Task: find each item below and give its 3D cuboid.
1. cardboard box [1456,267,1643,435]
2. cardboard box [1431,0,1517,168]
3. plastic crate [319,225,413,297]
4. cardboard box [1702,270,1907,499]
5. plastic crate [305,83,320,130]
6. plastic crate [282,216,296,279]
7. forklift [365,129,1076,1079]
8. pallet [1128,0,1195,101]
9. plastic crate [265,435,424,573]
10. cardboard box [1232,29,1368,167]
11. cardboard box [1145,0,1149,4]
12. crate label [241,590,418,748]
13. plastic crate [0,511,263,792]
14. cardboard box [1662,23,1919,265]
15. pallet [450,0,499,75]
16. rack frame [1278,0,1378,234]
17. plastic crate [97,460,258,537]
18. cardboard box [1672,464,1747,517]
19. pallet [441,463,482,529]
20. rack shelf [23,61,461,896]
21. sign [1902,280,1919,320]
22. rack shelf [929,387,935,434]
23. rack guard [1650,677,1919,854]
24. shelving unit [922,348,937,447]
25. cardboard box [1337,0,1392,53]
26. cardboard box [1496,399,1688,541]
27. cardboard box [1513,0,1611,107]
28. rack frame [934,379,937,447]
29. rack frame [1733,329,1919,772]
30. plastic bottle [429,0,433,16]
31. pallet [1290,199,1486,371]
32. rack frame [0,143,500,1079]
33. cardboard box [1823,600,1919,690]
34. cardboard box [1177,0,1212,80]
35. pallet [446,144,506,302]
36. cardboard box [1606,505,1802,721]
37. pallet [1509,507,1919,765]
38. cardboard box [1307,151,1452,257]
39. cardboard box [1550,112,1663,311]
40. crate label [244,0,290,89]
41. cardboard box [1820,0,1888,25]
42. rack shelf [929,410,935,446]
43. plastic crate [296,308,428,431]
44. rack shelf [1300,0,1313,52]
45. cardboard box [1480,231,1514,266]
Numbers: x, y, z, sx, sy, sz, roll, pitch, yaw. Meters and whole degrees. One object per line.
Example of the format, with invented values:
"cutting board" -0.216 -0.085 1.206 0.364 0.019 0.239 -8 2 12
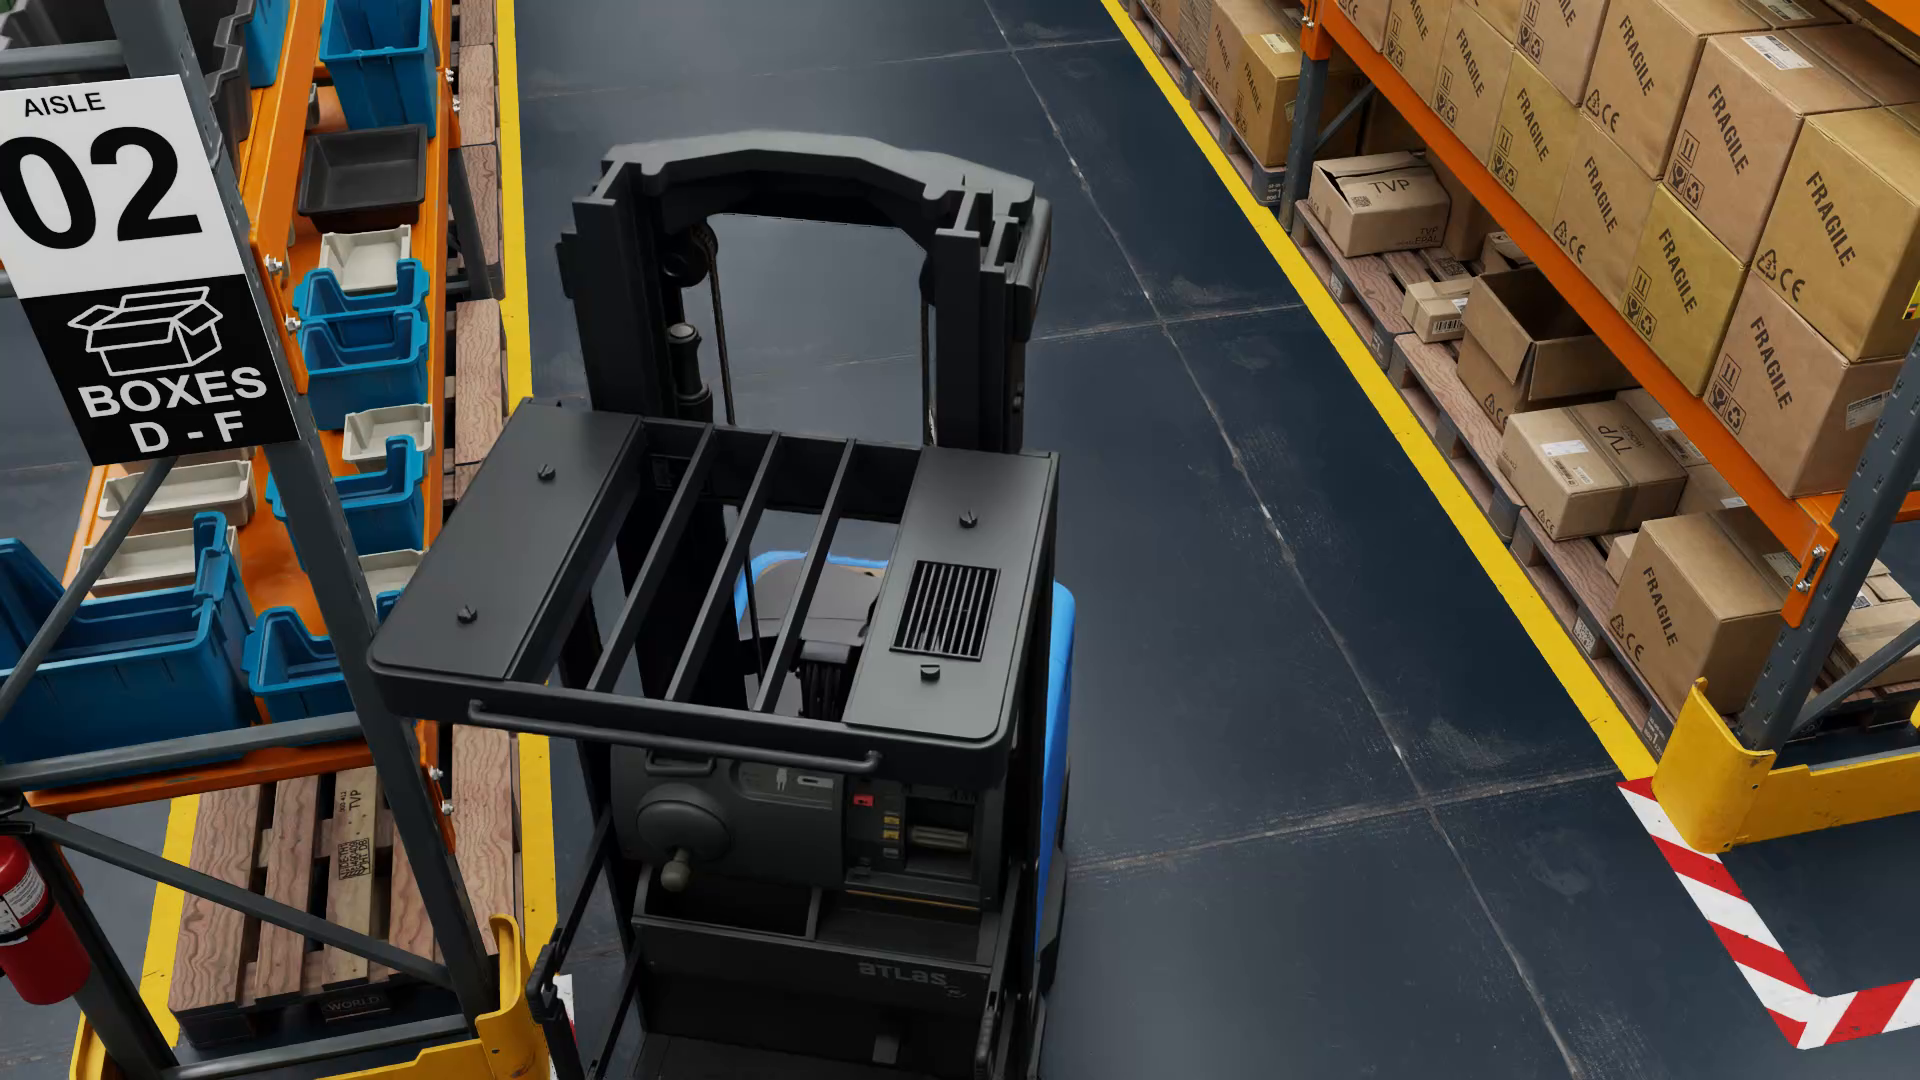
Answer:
"cardboard box" 2.557 -0.815 6.957 0.797 0.503 0.637 -8 42 -9
"cardboard box" 2.210 -1.813 6.457 0.500 0.500 0.500 -9 42 -10
"plastic crate" -2.022 -0.932 5.693 0.293 0.136 0.466 -8 42 -9
"cardboard box" 2.647 -0.497 4.975 0.500 0.500 0.500 -7 42 -8
"plastic crate" -2.730 -1.695 6.554 0.396 0.136 0.243 -8 42 -9
"plastic crate" -2.541 -1.055 5.724 0.437 0.282 0.530 -8 42 -9
"forklift" -0.392 0.739 3.709 1.130 2.935 3.031 6 42 7
"pallet" 1.667 -3.072 10.052 1.003 0.211 1.213 -8 42 -9
"plastic crate" -1.701 -0.095 4.678 0.416 0.233 0.300 -8 42 -9
"cardboard box" 1.760 -2.309 8.644 0.500 0.500 0.500 -9 42 -10
"cardboard box" 1.324 -3.623 10.124 0.500 0.500 0.500 -9 42 -10
"crate label" -1.559 0.332 4.197 0.416 0.233 0.303 -8 42 -9
"plastic crate" -2.082 0.273 4.111 0.616 0.435 0.499 -8 42 -9
"cardboard box" 2.535 -1.196 5.009 0.500 0.500 0.500 -7 42 -8
"pallet" -3.343 -3.138 10.127 1.003 0.211 1.213 -8 42 -9
"rack frame" 2.147 -2.801 7.646 1.000 3.000 0.127 -8 42 -9
"plastic crate" -2.229 -0.117 4.776 0.396 0.136 0.243 -8 42 -9
"cardboard box" 3.062 -0.061 6.300 0.500 0.250 0.500 -8 42 -9
"pallet" -2.228 0.213 6.351 1.003 0.211 1.213 -8 42 -9
"rack shelf" -2.259 -0.528 5.627 1.077 0.370 4.000 -8 42 -9
"sign" 2.464 -0.693 4.161 0.100 0.325 0.005 -8 42 -9
"rack shelf" 0.002 -0.508 6.288 0.258 0.077 0.200 -8 42 -9
"rack guard" 2.993 0.677 5.610 1.175 0.500 0.348 -8 42 -9
"shelving unit" 0.002 -0.331 6.445 0.258 0.900 0.210 -8 42 -9
"cardboard box" 1.990 -2.469 7.196 0.500 0.500 0.500 -7 42 -8
"cardboard box" 2.476 -0.282 6.547 0.500 0.250 0.500 -8 42 -9
"cardboard box" 2.308 -1.864 5.762 0.500 0.500 0.500 -7 42 -8
"rack frame" 0.024 -0.265 6.371 0.240 0.900 0.006 -8 42 -9
"rack frame" 3.010 -0.208 4.725 1.000 3.000 0.127 -8 42 -9
"plastic bottle" -2.382 -2.435 7.322 0.061 0.283 0.133 -8 42 -9
"pallet" 2.294 -1.313 8.070 1.003 0.211 1.213 -8 42 -9
"rack frame" -1.828 0.499 3.928 1.000 3.000 0.127 -8 42 -9
"cardboard box" 3.255 0.373 5.886 0.380 0.149 0.250 -8 42 -9
"cardboard box" 1.554 -2.956 9.372 0.500 0.500 0.500 -8 42 -9
"pallet" -2.817 -1.557 8.345 1.003 0.211 1.213 -8 42 -9
"cardboard box" 2.652 0.245 5.766 0.500 0.500 0.500 -8 42 -9
"pallet" 2.820 0.269 6.288 1.003 0.211 1.213 -8 42 -9
"cardboard box" 2.026 -1.657 8.051 0.500 0.311 0.500 -8 42 -9
"cardboard box" 2.430 -1.157 5.718 0.500 0.500 0.500 -8 42 -9
"crate label" -1.711 -1.211 3.707 0.408 0.251 0.502 -8 42 -9
"cardboard box" 2.948 -1.608 5.473 0.500 0.500 0.500 -8 42 -9
"rack shelf" 0.002 -0.441 6.348 0.258 0.077 0.200 -8 42 -9
"plastic crate" -1.844 -0.521 5.159 0.416 0.233 0.300 -8 42 -9
"rack shelf" 1.715 -3.828 9.345 1.077 0.370 4.000 -8 42 -9
"cardboard box" 2.686 -1.336 7.812 0.380 0.149 0.250 -8 42 -9
